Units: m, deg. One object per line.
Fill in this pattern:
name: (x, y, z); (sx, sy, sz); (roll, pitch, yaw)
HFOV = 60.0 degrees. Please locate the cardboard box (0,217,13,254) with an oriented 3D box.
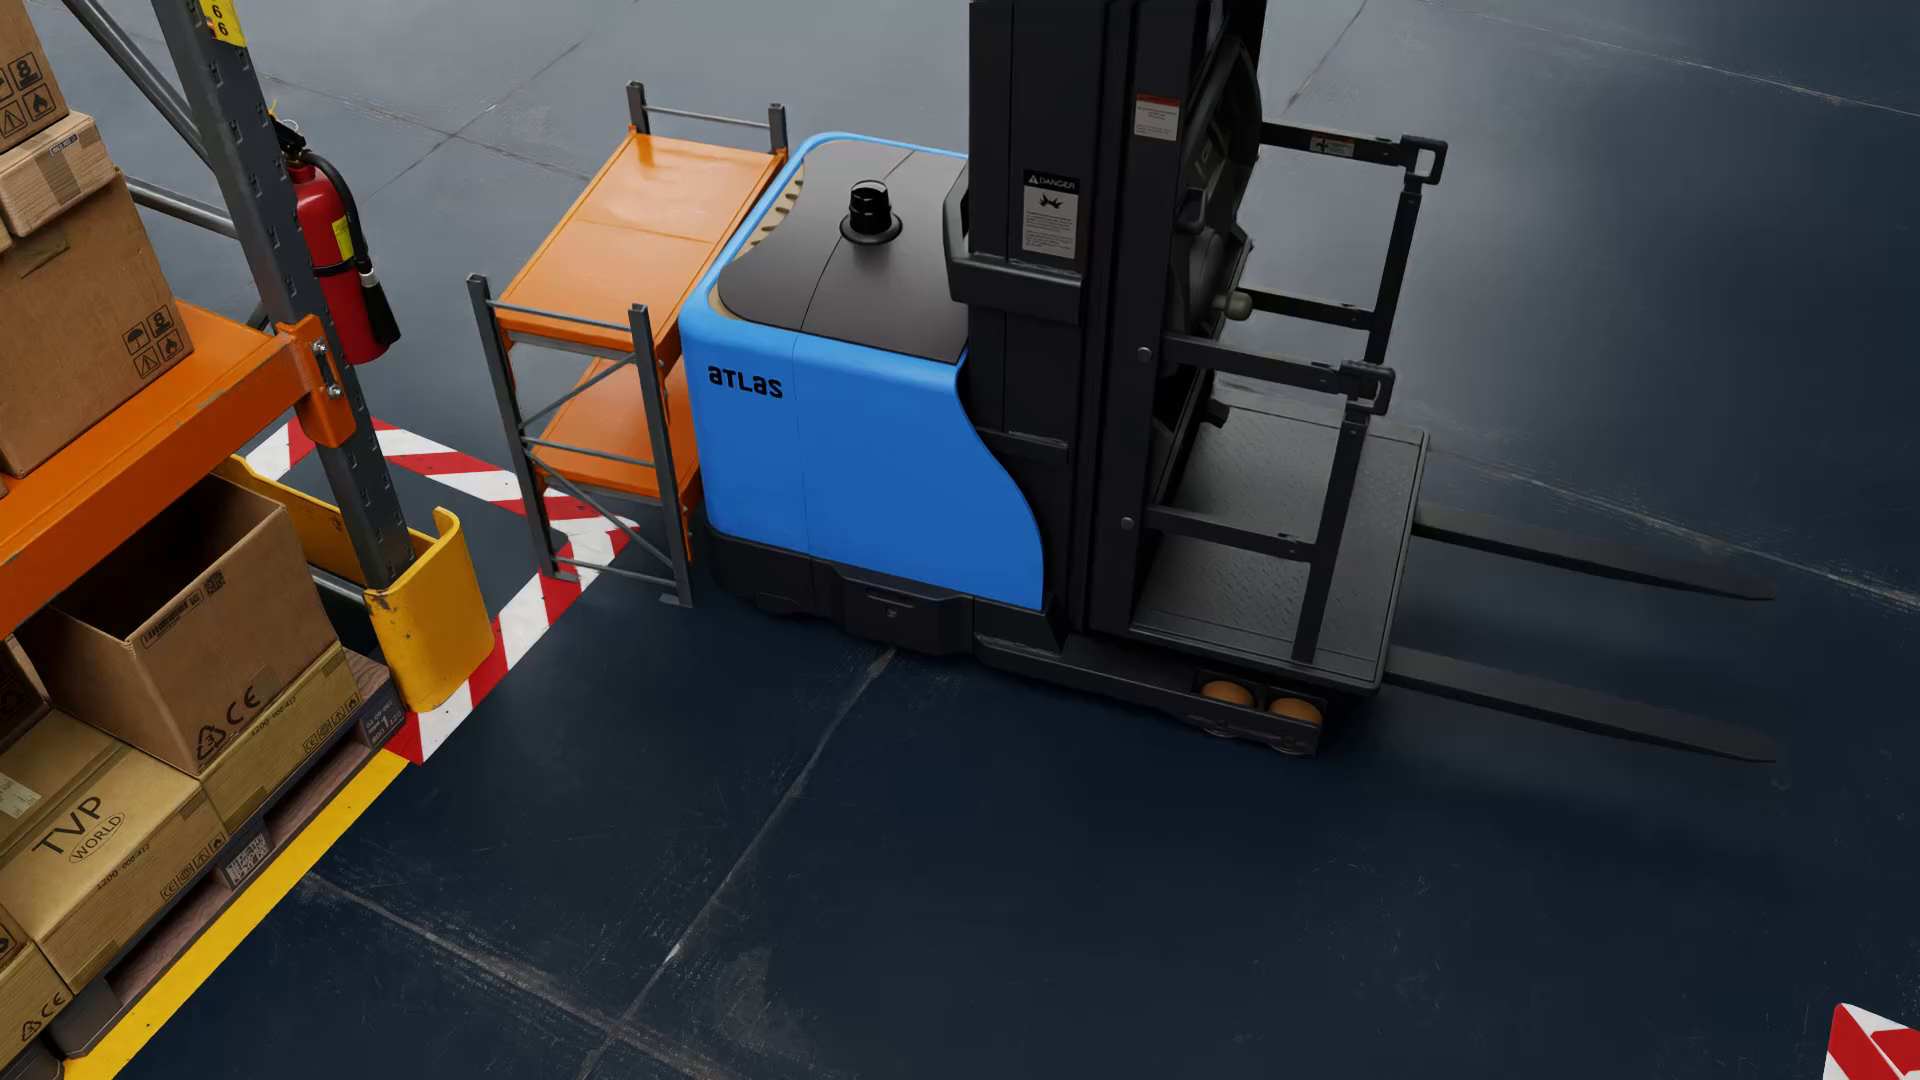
cardboard box: (-2.096, -0.623, 3.230); (0.380, 0.149, 0.250); (22, 49, 20)

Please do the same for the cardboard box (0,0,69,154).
cardboard box: (-2.220, -0.997, 3.144); (0.700, 0.500, 0.500); (21, 49, 19)

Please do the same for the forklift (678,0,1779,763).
forklift: (0.817, -0.857, 4.036); (3.031, 2.935, 1.130); (13, 47, 13)

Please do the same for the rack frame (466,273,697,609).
rack frame: (-1.046, -0.245, 4.702); (0.500, 1.125, 0.032); (11, 46, 11)

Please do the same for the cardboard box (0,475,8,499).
cardboard box: (-2.435, -0.241, 3.309); (0.700, 0.500, 0.500); (22, 49, 20)

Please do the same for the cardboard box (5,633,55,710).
cardboard box: (-2.413, 0.255, 4.527); (0.500, 0.250, 0.500); (20, 49, 19)

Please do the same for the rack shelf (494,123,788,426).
rack shelf: (-0.906, -0.799, 4.837); (0.538, 0.278, 1.000); (11, 46, 11)

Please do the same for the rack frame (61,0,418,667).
rack frame: (-1.967, -0.829, 3.960); (1.000, 3.000, 0.127); (20, 49, 19)

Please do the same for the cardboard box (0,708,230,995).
cardboard box: (-2.176, 0.745, 4.043); (0.500, 0.250, 0.500); (20, 49, 19)

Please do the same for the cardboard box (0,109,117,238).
cardboard box: (-1.976, -0.788, 3.394); (0.380, 0.149, 0.250); (20, 49, 18)

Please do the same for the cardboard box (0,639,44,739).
cardboard box: (-2.643, 0.307, 3.949); (0.500, 0.500, 0.500); (20, 49, 19)

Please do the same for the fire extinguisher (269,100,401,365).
fire extinguisher: (-1.501, -0.723, 3.910); (0.296, 0.674, 0.183); (20, 49, 19)

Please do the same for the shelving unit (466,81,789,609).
shelving unit: (-0.906, -0.593, 5.045); (0.538, 1.125, 1.048); (11, 46, 11)

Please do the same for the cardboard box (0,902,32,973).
cardboard box: (-2.404, 0.798, 3.463); (0.500, 0.500, 0.500); (20, 49, 19)

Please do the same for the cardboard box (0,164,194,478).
cardboard box: (-2.195, -0.574, 3.638); (0.700, 0.500, 0.500); (20, 49, 19)

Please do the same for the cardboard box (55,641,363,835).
cardboard box: (-1.954, 0.426, 4.358); (0.500, 0.250, 0.500); (20, 49, 19)

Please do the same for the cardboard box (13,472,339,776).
cardboard box: (-1.952, 0.163, 4.091); (0.500, 0.500, 0.500); (20, 49, 19)

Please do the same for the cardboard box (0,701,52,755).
cardboard box: (-2.642, 0.571, 4.215); (0.500, 0.250, 0.500); (20, 49, 19)

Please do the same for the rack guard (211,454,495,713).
rack guard: (-1.956, 0.035, 4.864); (1.175, 0.500, 0.348); (20, 49, 19)

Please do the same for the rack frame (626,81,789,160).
rack frame: (-0.766, -0.941, 5.389); (0.500, 1.125, 0.032); (11, 46, 11)

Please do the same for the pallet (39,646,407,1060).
pallet: (-2.285, 0.647, 4.462); (1.003, 0.211, 1.213); (20, 49, 19)

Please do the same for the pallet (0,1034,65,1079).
pallet: (-2.852, 1.413, 3.705); (1.003, 0.211, 1.213); (20, 49, 19)

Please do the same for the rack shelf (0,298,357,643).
rack shelf: (-2.895, 0.684, 2.971); (1.077, 0.370, 4.000); (20, 49, 19)

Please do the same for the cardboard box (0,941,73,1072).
cardboard box: (-2.406, 1.060, 3.731); (0.500, 0.250, 0.500); (20, 49, 19)

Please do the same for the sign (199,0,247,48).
sign: (-1.493, -1.131, 3.278); (0.100, 0.325, 0.005); (20, 49, 19)

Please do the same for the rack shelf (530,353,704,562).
rack shelf: (-0.906, -0.421, 5.219); (0.538, 0.278, 1.000); (11, 46, 11)
